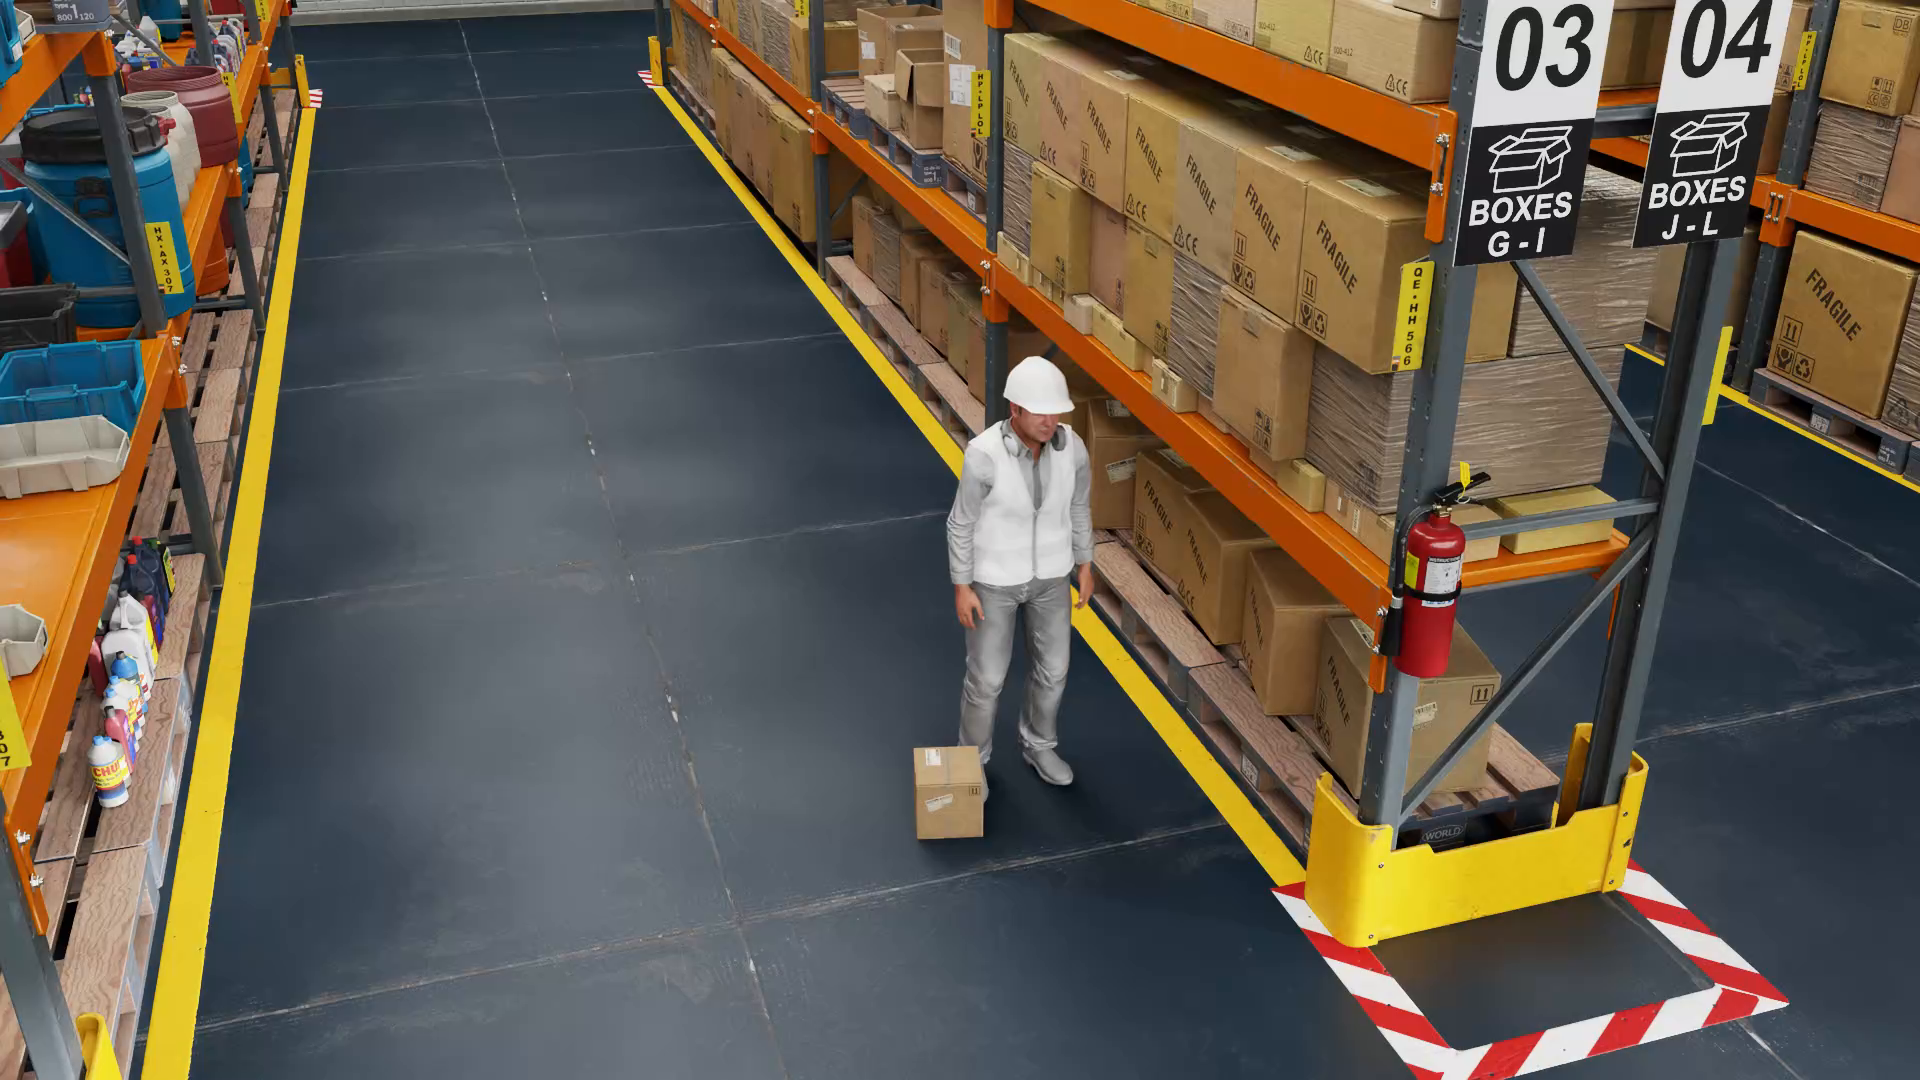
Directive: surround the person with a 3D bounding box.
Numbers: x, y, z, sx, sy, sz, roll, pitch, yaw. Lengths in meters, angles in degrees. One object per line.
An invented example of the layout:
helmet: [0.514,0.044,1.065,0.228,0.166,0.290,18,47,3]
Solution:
person: [0.235,0.137,6.303,0.592,1.773,0.459,-10,28,-19]
